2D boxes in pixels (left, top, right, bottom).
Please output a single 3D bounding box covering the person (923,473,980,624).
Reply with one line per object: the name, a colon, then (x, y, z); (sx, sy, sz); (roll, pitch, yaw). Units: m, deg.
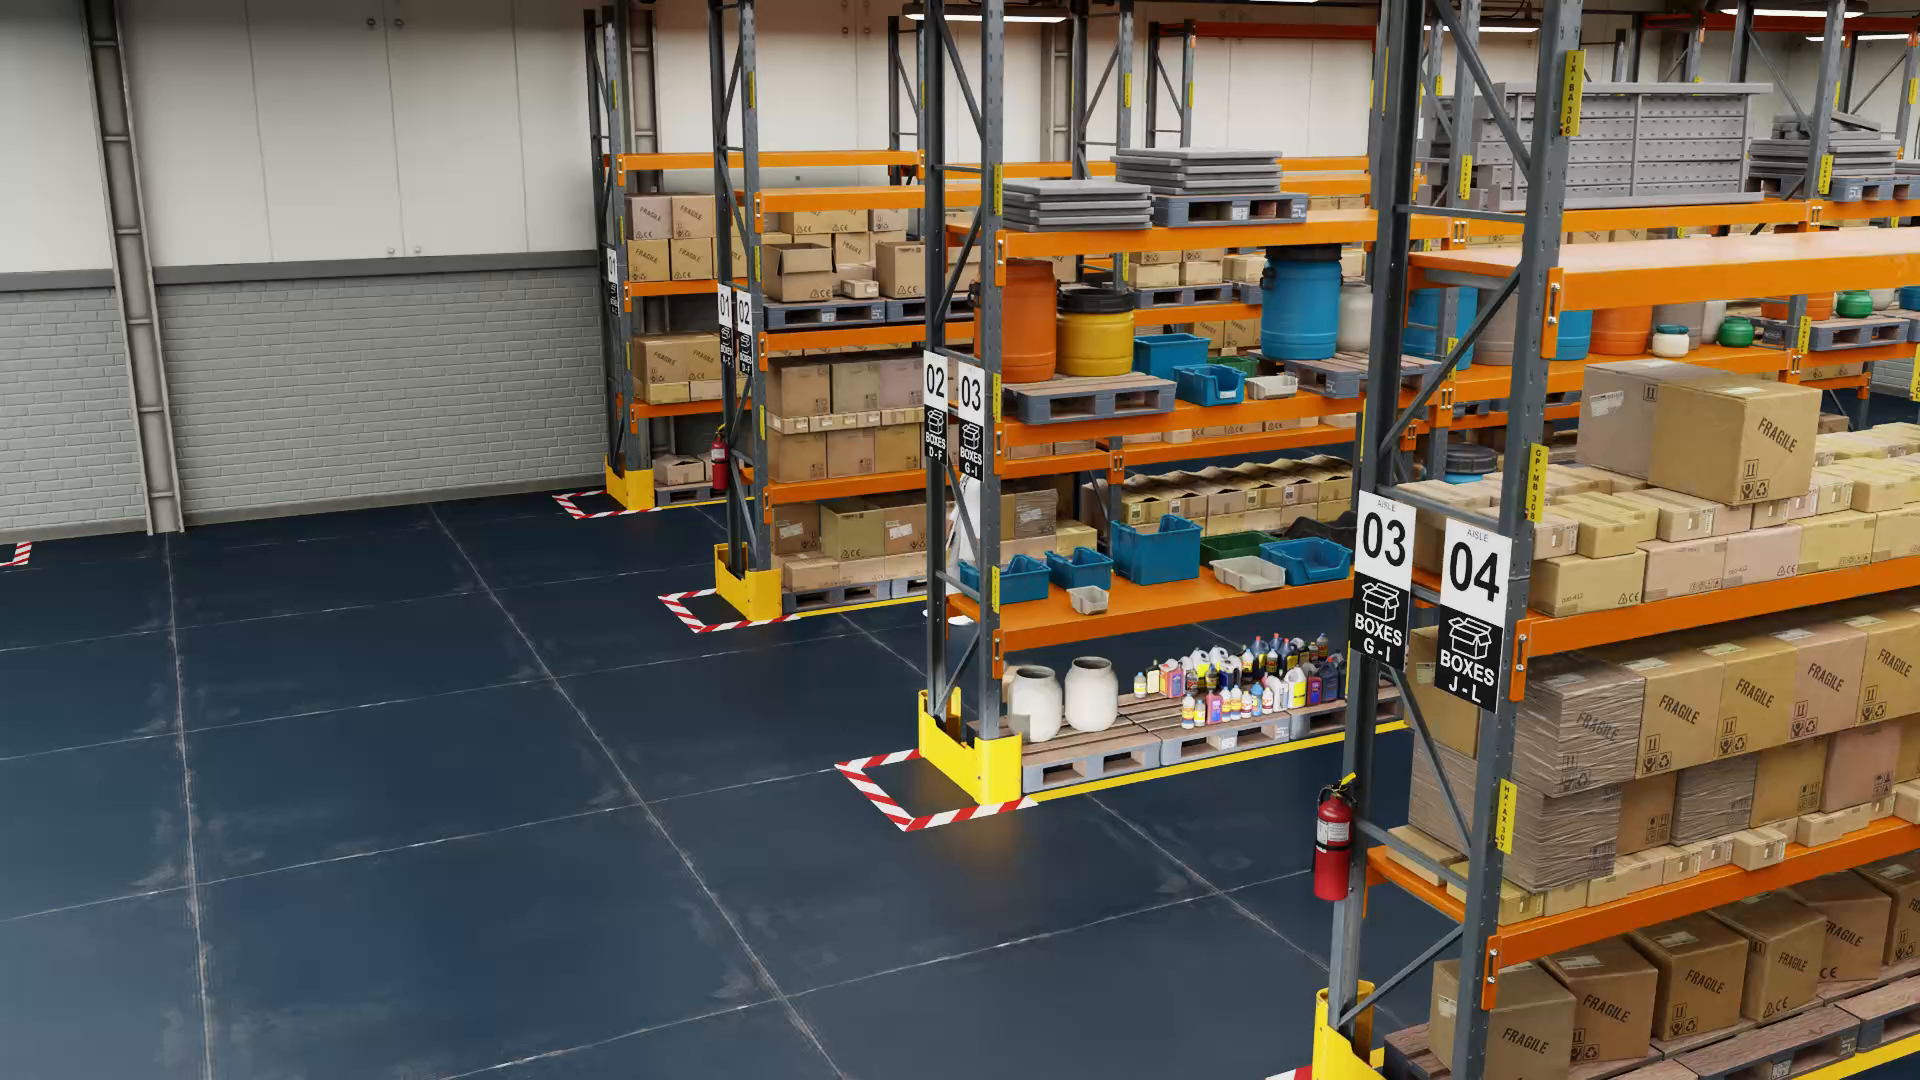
person: (0.019, -0.062, 16.104); (0.580, 1.777, 0.698); (-7, 17, -25)
